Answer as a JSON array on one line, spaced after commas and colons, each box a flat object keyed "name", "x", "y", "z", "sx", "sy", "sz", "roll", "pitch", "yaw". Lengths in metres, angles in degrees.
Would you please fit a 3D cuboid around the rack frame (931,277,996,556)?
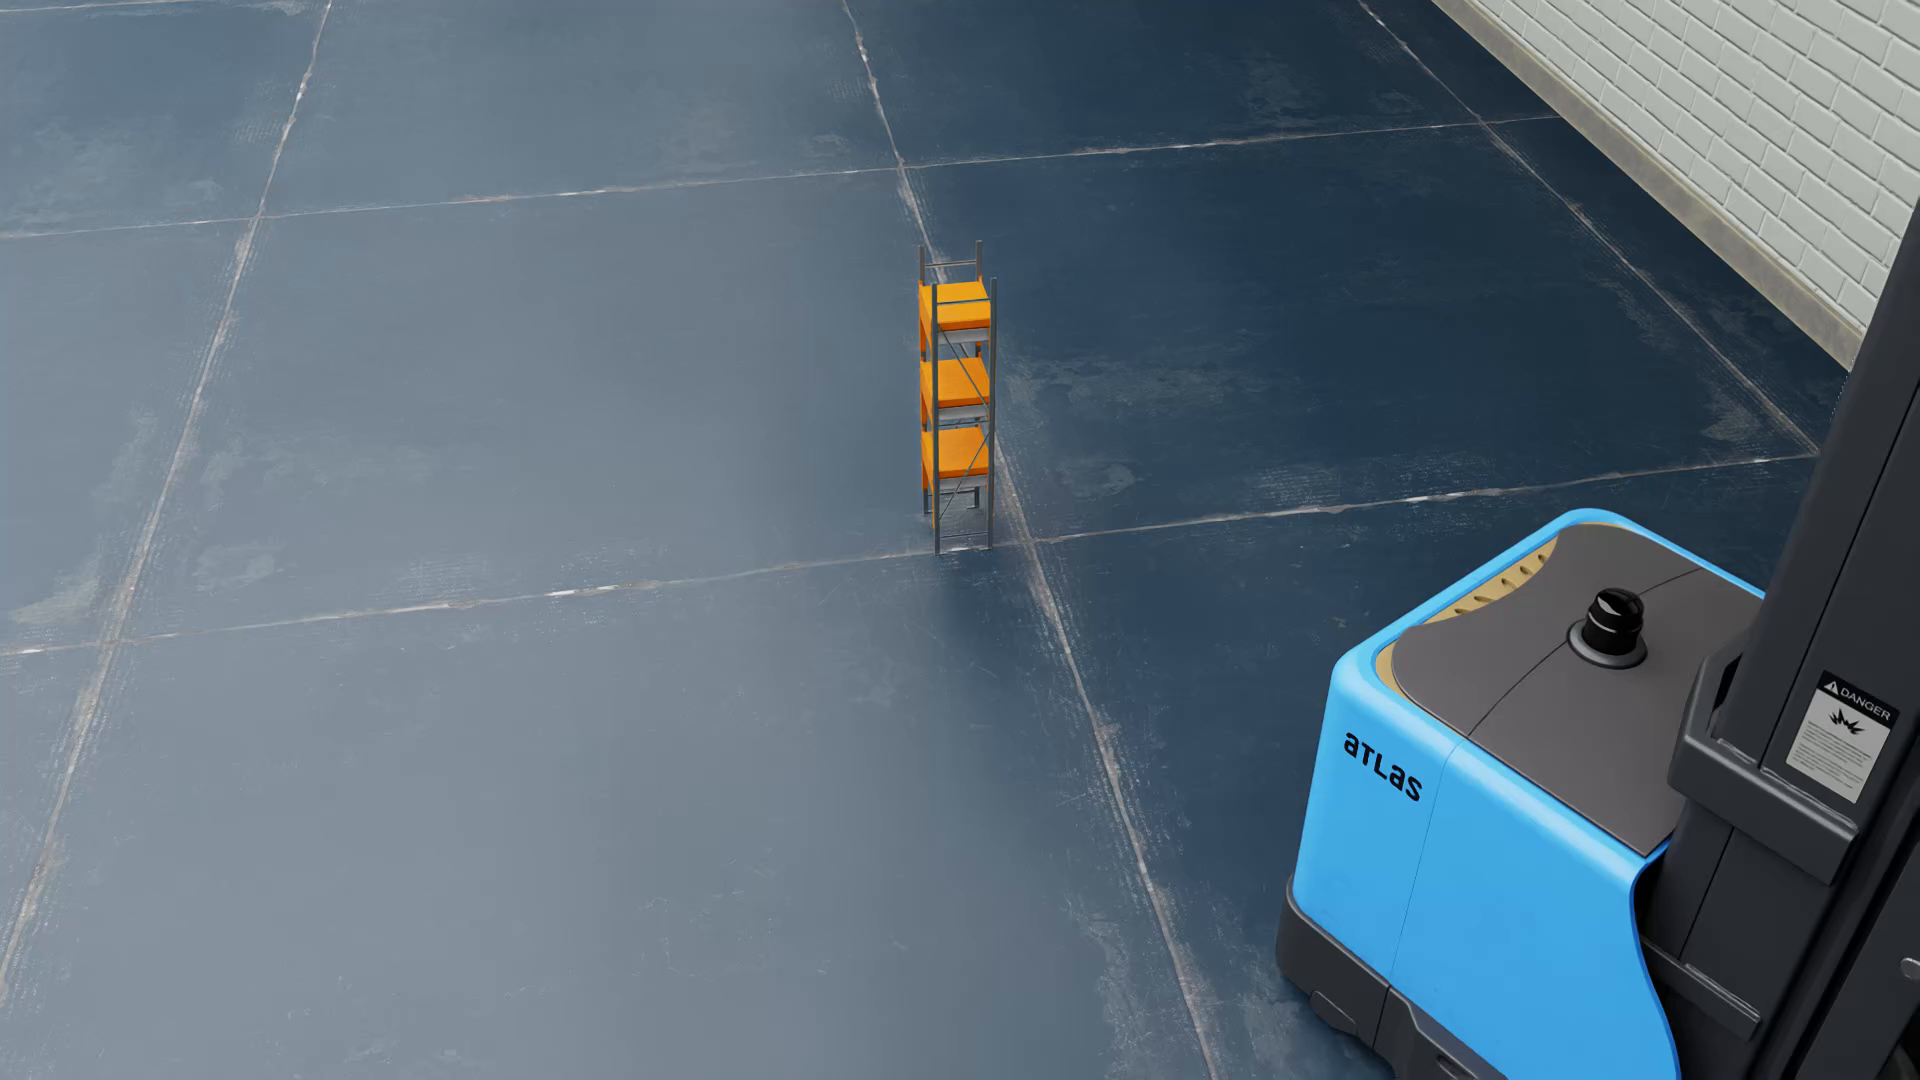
[{"name": "rack frame", "x": 0.012, "y": -0.373, "z": 5.375, "sx": 0.200, "sy": 1.050, "sz": 0.008, "roll": -6, "pitch": 38, "yaw": -8}]

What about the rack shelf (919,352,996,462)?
[{"name": "rack shelf", "x": -0.009, "y": -0.439, "z": 5.476, "sx": 0.215, "sy": 0.259, "sz": 0.240, "roll": -6, "pitch": 38, "yaw": -8}]

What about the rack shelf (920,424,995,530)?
[{"name": "rack shelf", "x": -0.009, "y": -0.219, "z": 5.647, "sx": 0.215, "sy": 0.259, "sz": 0.240, "roll": -6, "pitch": 38, "yaw": -8}]

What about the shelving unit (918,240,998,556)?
[{"name": "shelving unit", "x": -0.009, "y": -0.447, "z": 5.470, "sx": 0.215, "sy": 1.050, "sz": 0.252, "roll": -6, "pitch": 38, "yaw": -8}]

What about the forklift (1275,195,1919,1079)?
[{"name": "forklift", "x": 2.126, "y": 0.475, "z": 2.750, "sx": 1.130, "sy": 2.935, "sz": 3.031, "roll": -27, "pitch": 45, "yaw": -30}]

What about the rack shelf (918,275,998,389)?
[{"name": "rack shelf", "x": -0.009, "y": -0.663, "z": 5.302, "sx": 0.215, "sy": 0.259, "sz": 0.240, "roll": -6, "pitch": 38, "yaw": -8}]

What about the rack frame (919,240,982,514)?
[{"name": "rack frame", "x": -0.031, "y": -0.521, "z": 5.564, "sx": 0.200, "sy": 1.050, "sz": 0.008, "roll": -6, "pitch": 38, "yaw": -8}]
